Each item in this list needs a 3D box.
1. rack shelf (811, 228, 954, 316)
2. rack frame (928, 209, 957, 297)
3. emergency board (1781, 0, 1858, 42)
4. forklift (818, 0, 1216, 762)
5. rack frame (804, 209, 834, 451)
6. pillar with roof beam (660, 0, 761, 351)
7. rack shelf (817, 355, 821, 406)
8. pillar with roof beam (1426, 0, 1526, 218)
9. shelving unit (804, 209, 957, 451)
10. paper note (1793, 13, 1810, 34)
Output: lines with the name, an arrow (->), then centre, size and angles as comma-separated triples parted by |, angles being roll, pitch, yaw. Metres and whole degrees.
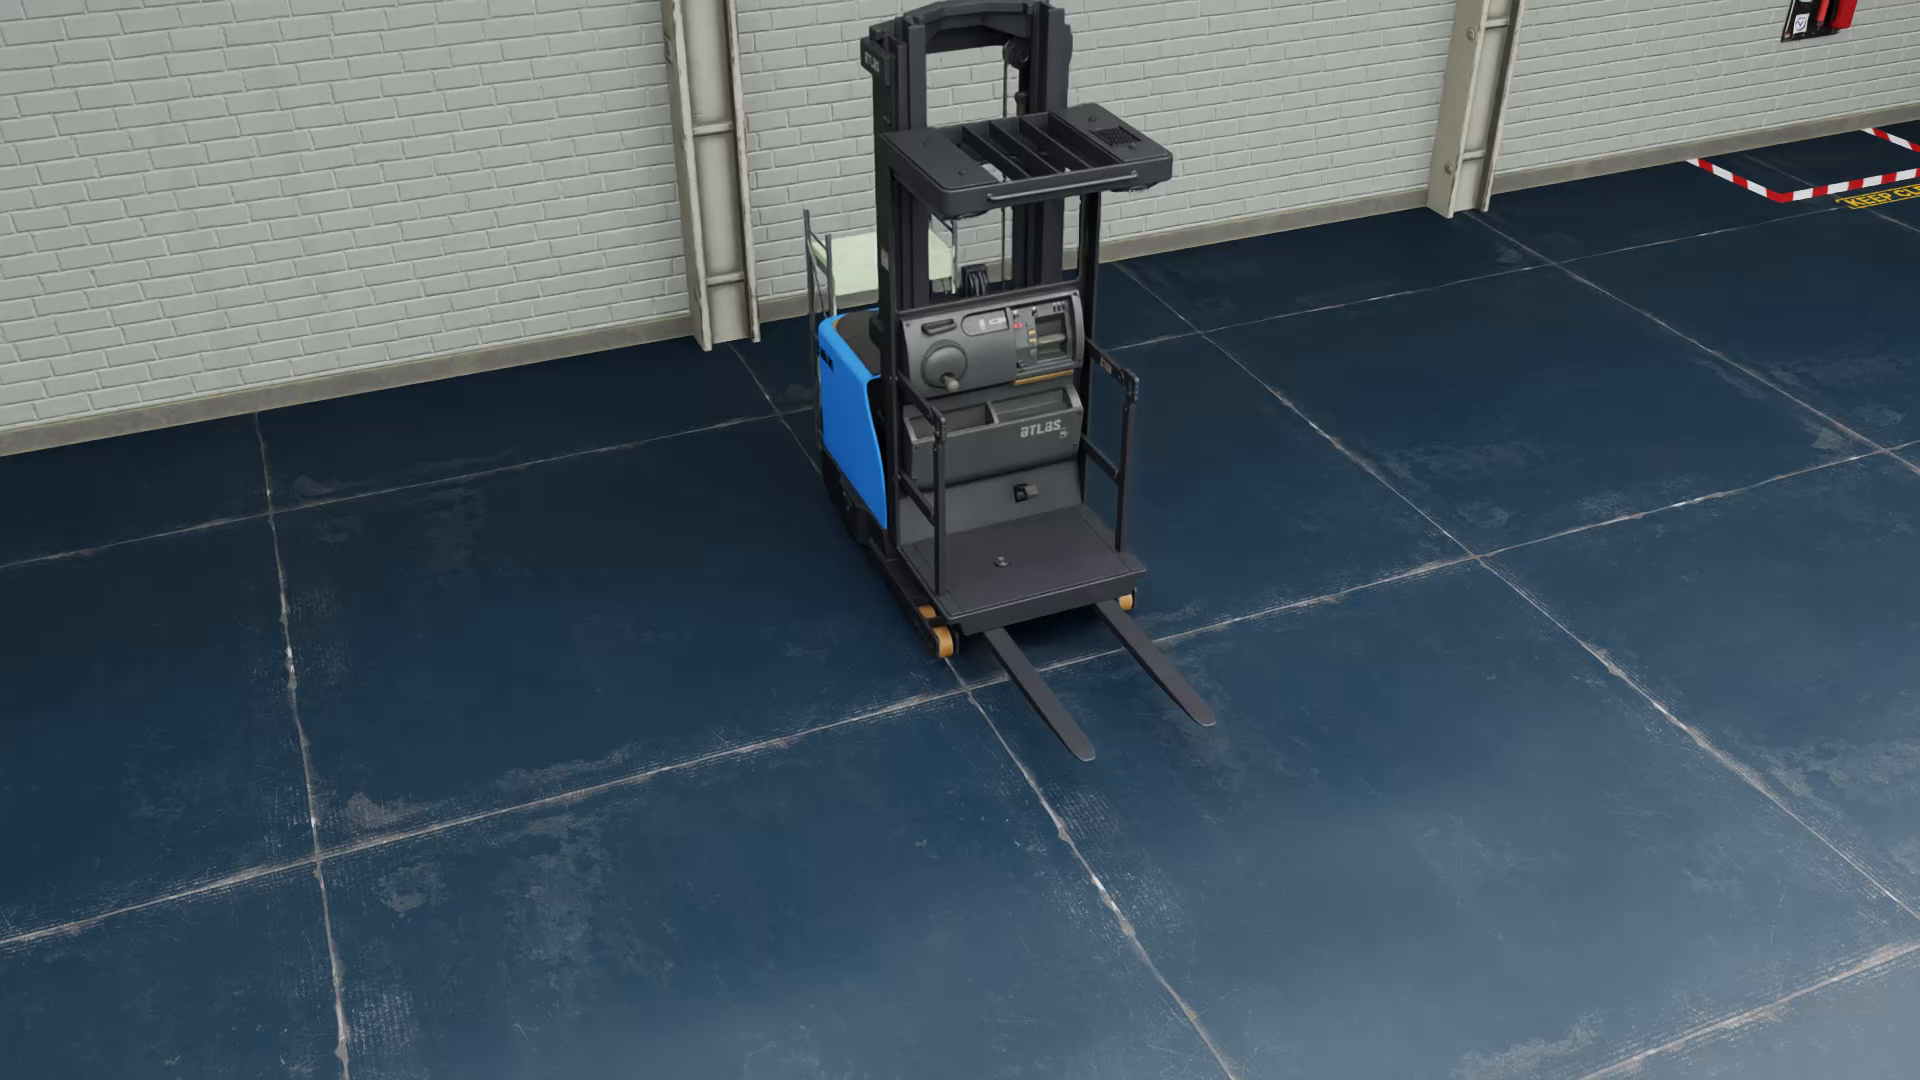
rack shelf -> -0.444, -1.513, 9.402 | 0.720, 0.370, 0.431 | -13, 35, -19
rack frame -> -0.107, -1.264, 9.736 | 0.023, 1.500, 0.400 | -13, 35, -19
emergency board -> 7.185, -4.666, 13.589 | 0.643, 1.169, 0.194 | -13, 35, -19
forklift -> 0.254, -0.904, 7.870 | 1.130, 2.935, 3.031 | -13, 35, -19
rack frame -> -0.781, -1.107, 9.495 | 0.023, 1.500, 0.400 | -13, 35, -19
pillar with roof beam -> 0.081, -2.985, 5.504 | 0.400, 9.000, 9.100 | -13, 35, -19
rack shelf -> -0.444, -0.912, 9.793 | 0.720, 0.370, 0.431 | -13, 35, -19
pillar with roof beam -> 5.613, -4.252, 7.451 | 0.400, 9.000, 9.100 | -13, 35, -19
shelving unit -> -0.444, -1.186, 9.615 | 0.755, 1.500, 0.431 | -13, 35, -19
paper note -> 6.996, -4.294, 13.825 | 0.142, 0.148, 0.016 | -13, 35, -19
